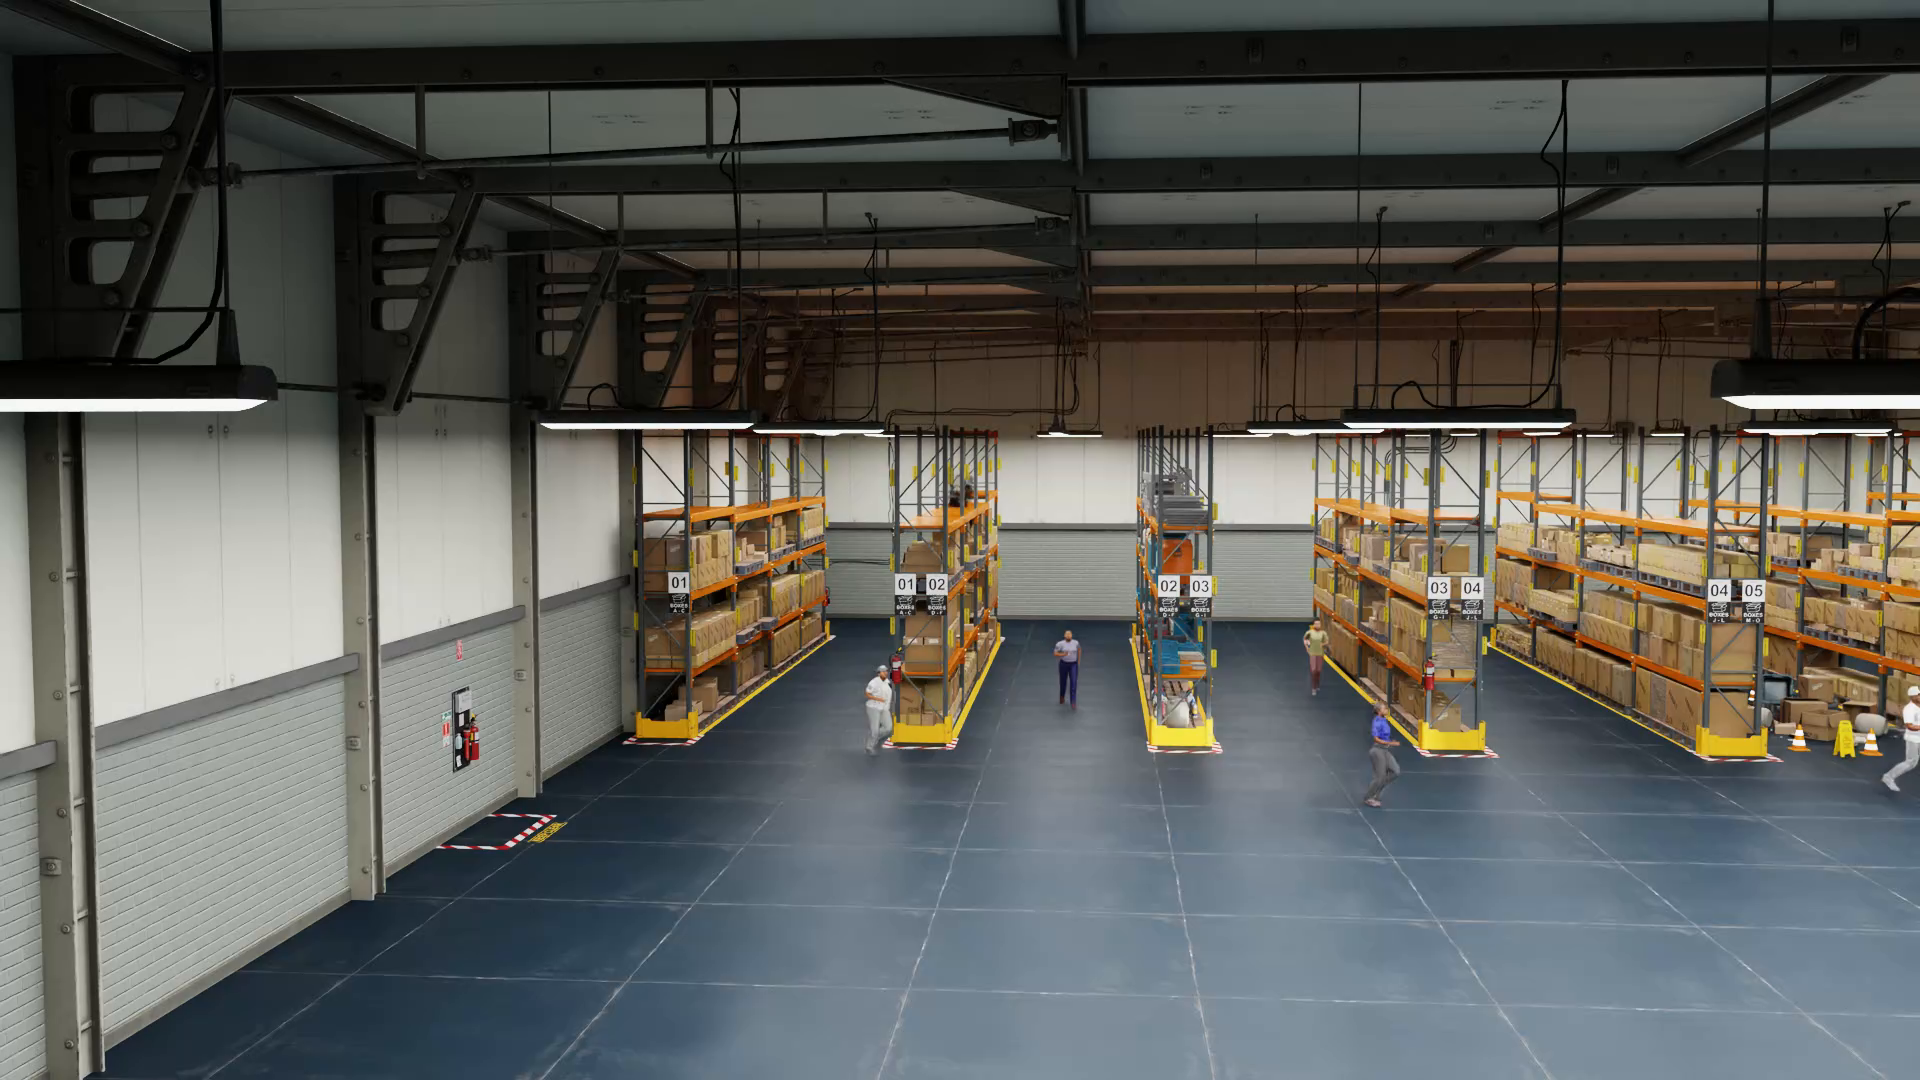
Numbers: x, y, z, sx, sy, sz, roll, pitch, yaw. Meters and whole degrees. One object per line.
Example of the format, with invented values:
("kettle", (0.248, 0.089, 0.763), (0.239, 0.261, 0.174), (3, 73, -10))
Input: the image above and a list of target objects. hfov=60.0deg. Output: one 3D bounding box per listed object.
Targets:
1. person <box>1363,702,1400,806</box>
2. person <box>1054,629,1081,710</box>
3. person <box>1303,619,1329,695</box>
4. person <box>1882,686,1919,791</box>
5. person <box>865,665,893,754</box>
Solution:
("person", (6.592, 3.339, 25.945), (0.576, 1.626, 0.630), (2, 4, 26))
("person", (2.308, 2.748, 35.641), (0.624, 1.663, 0.874), (0, 3, -4))
("person", (8.064, 2.638, 37.627), (0.567, 1.726, 0.662), (0, 3, 3))
("person", (15.388, 3.213, 26.653), (0.709, 1.738, 1.036), (-3, 4, -38))
("person", (-1.423, 3.098, 30.354), (0.620, 1.599, 0.548), (-3, 4, -39))
